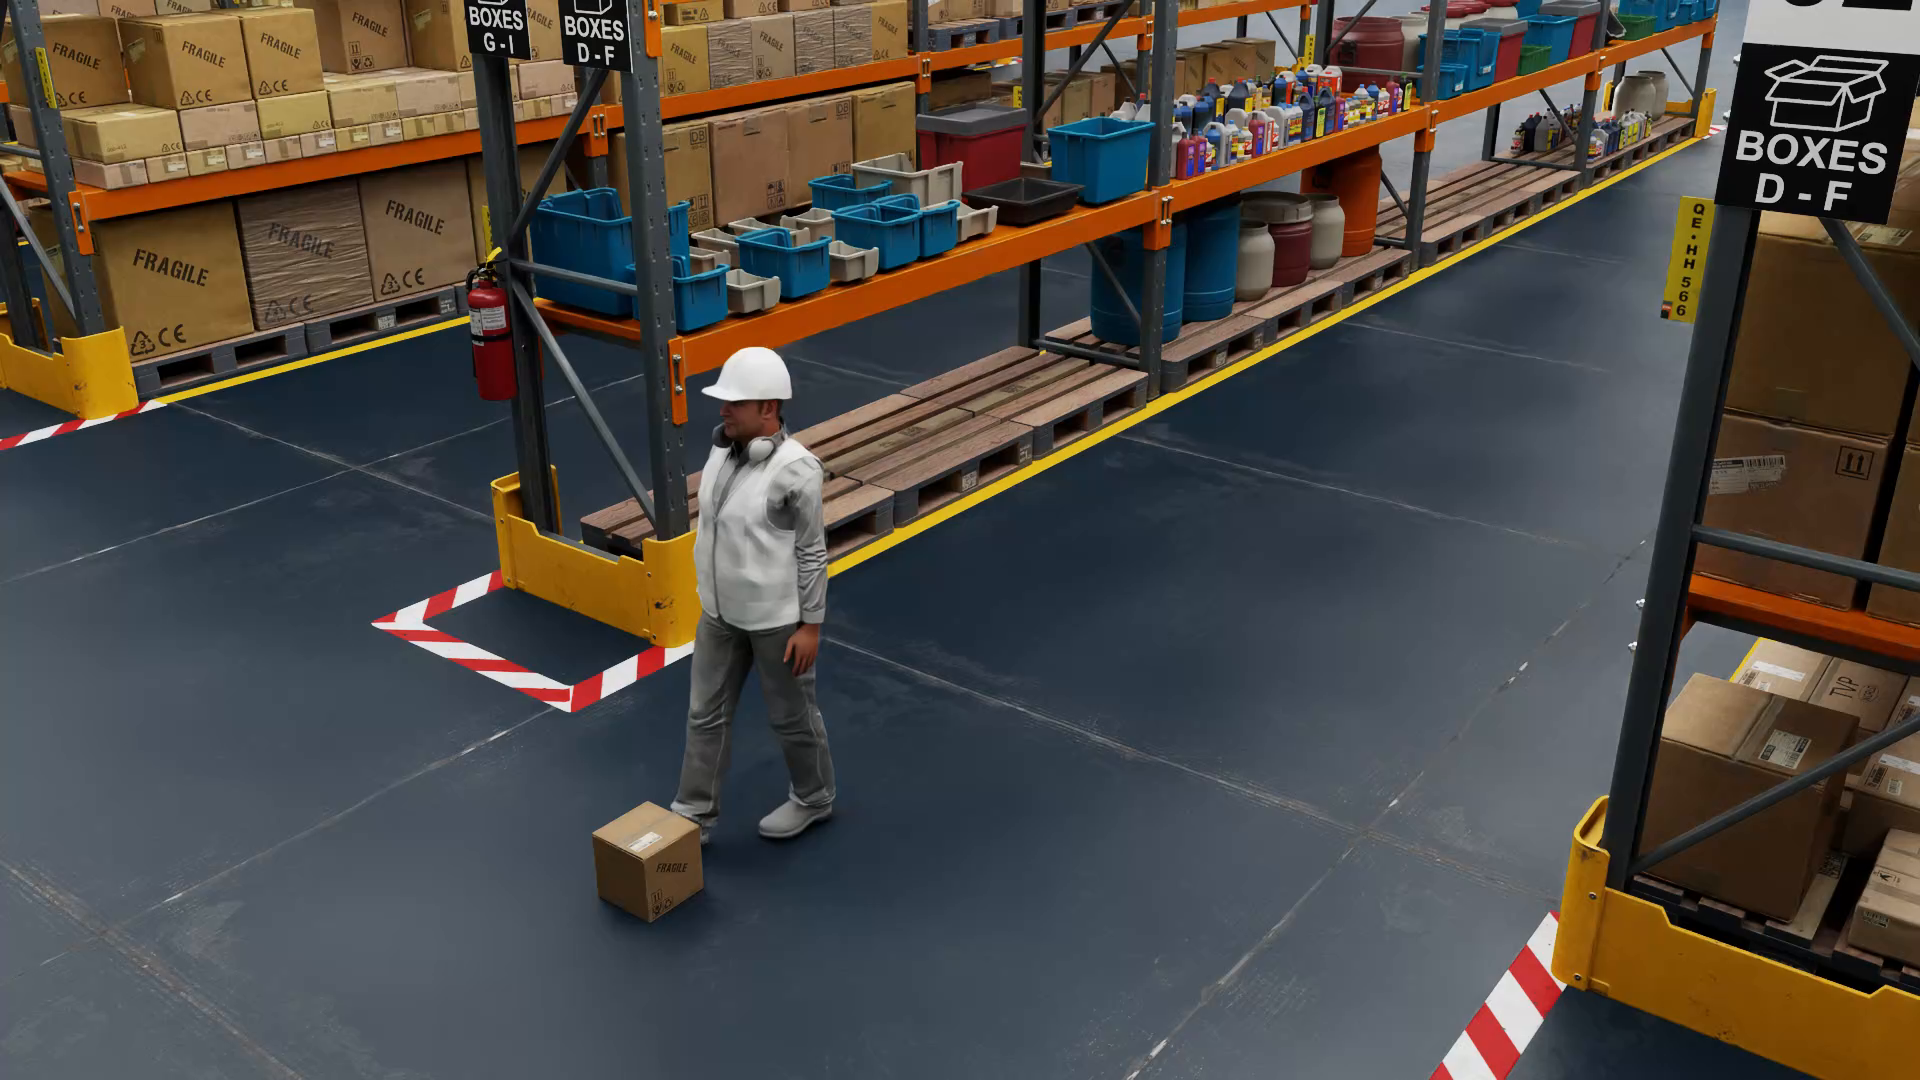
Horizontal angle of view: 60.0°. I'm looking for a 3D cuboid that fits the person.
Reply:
[{"bbox_3d":[-0.750,0.252,5.470,0.556,1.759,0.735,20,30,38],"label":"person"}]
